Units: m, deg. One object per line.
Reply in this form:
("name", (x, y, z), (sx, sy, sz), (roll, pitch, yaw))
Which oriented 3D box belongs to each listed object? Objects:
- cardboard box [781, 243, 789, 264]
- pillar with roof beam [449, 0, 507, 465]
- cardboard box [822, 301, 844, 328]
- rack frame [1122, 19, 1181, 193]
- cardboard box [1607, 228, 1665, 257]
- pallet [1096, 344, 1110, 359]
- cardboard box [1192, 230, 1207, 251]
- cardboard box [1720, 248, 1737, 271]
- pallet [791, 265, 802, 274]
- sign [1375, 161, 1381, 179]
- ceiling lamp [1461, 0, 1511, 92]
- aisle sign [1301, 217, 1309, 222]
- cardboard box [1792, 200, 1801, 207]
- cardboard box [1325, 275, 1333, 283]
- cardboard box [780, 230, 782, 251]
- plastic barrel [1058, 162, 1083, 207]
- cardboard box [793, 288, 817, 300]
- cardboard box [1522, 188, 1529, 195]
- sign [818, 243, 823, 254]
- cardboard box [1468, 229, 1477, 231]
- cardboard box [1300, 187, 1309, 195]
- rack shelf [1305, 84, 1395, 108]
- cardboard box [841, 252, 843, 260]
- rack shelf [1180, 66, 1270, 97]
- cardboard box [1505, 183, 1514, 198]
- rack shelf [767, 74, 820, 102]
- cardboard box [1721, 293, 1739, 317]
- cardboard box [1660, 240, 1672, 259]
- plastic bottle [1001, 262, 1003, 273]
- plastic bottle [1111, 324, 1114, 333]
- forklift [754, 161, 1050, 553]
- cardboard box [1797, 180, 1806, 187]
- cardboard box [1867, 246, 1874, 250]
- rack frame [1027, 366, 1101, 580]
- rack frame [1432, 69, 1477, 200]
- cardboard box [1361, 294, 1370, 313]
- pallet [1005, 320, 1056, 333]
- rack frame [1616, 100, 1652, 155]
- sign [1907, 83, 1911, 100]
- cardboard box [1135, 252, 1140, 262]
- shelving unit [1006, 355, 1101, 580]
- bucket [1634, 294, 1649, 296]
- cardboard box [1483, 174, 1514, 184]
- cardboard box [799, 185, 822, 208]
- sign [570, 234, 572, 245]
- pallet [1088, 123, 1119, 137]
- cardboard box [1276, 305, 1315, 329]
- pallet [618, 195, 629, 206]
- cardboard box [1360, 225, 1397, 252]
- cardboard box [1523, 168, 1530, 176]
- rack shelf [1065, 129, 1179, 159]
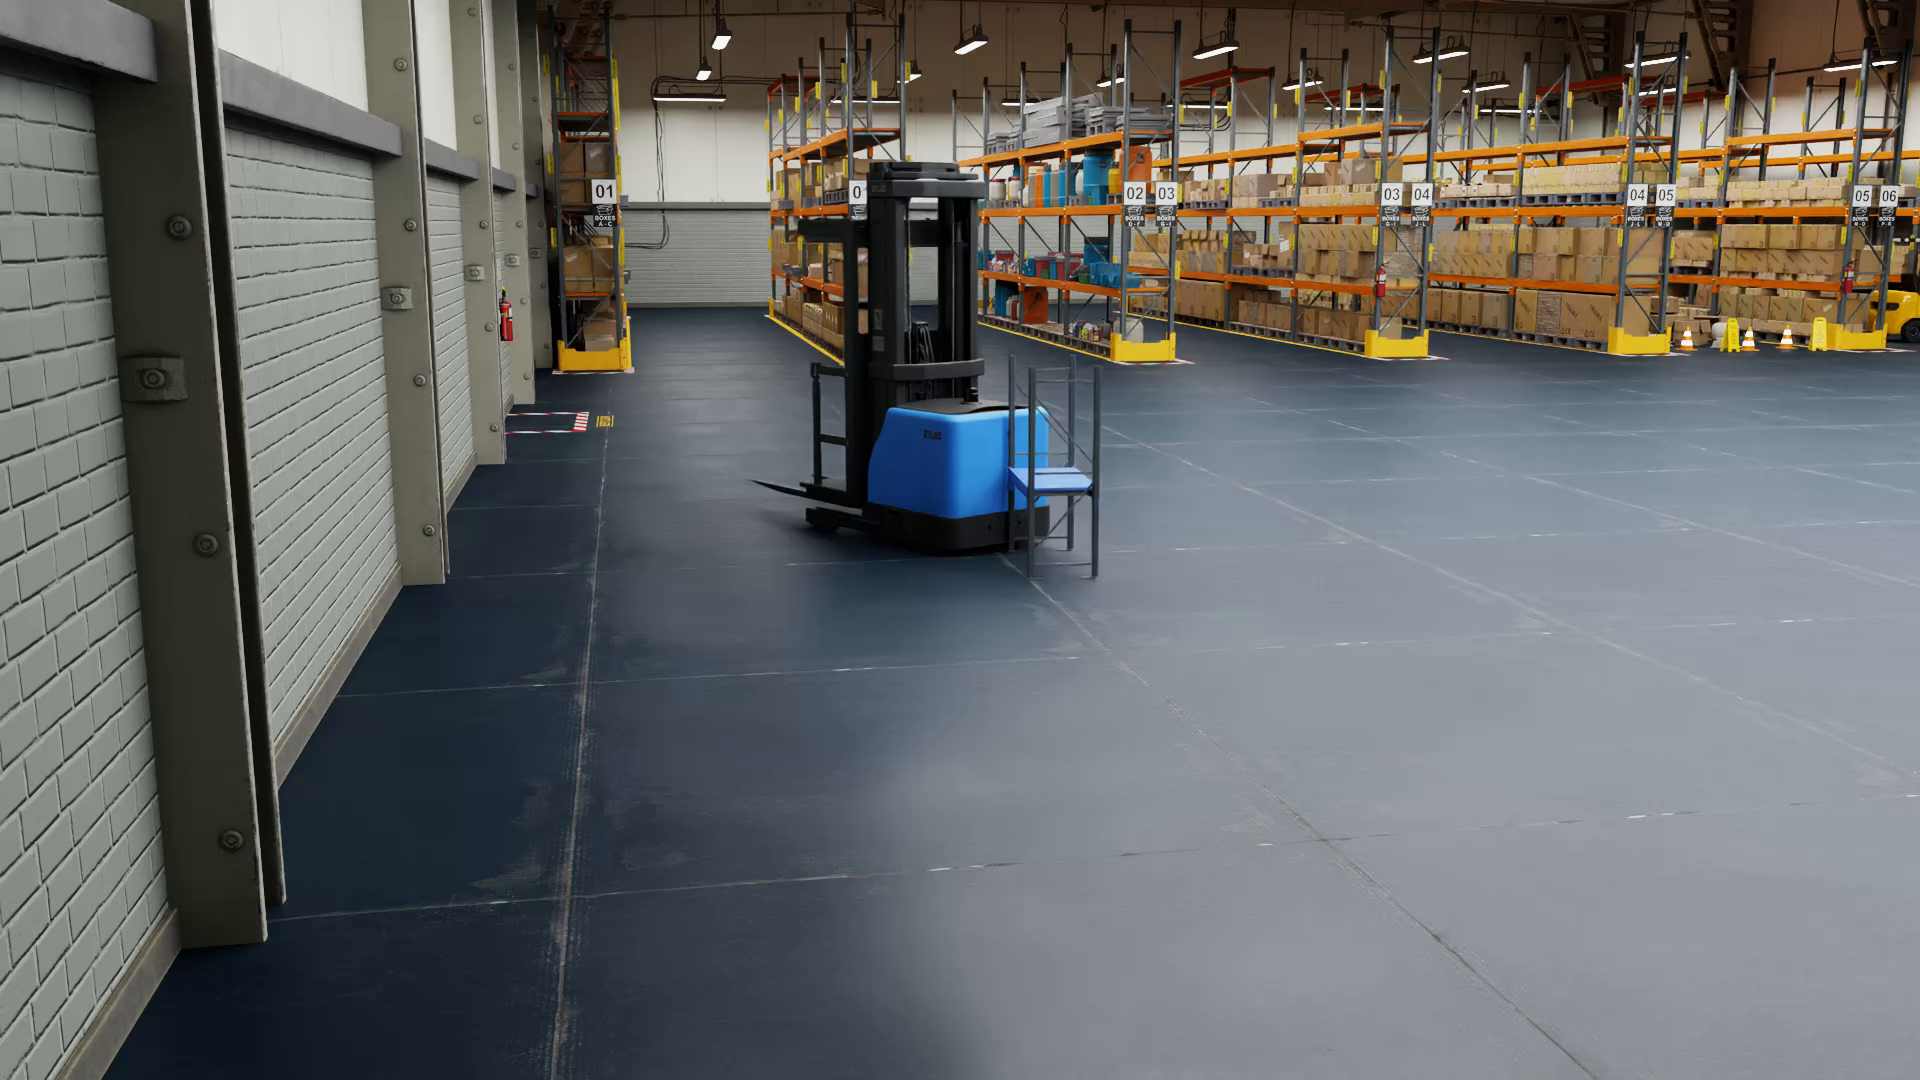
("cardboard box", (-3.908, -6.946, 40.277), (0.700, 0.500, 0.500), (-6, 12, -30))
("pillar with roof beam", (-0.733, -5.403, 17.519), (9.100, 9.000, 0.400), (-2, 11, -11))
("cardboard box", (-2.441, -4.446, 32.757), (0.500, 0.500, 0.500), (-2, 11, -11))
("rack frame", (3.413, -7.711, 29.643), (1.000, 3.000, 0.127), (-2, 11, -11))
("cardboard box", (13.122, -5.780, 32.250), (0.875, 0.550, 0.550), (-2, 11, -11))
("pallet", (3.199, -3.556, 31.313), (1.003, 0.211, 1.213), (-2, 11, -11))
("cardboard box", (6.192, -7.444, 41.333), (0.797, 0.503, 0.637), (-2, 11, -10))
("cardboard box", (17.026, -6.143, 36.384), (0.500, 0.500, 0.500), (-2, 11, -11))
("pallet", (-3.385, -6.314, 38.861), (1.003, 0.211, 1.213), (-2, 11, -11))
("sign", (7.723, -6.836, 30.700), (0.100, 0.325, 0.005), (-2, 11, -11))
("ceiling lamp", (13.678, -13.087, 42.279), (0.800, 3.185, 2.000), (-2, 11, -11))
("aisle sign", (9.736, -9.320, 47.188), (0.394, 0.787, 0.004), (-2, 11, -11))
("cardboard box", (17.427, -6.946, 34.316), (0.380, 0.149, 0.250), (-2, 11, -13))
("cardboard box", (7.545, -5.229, 33.321), (0.380, 0.149, 0.250), (-2, 11, -11))
("cardboard box", (-4.235, -7.503, 41.652), (0.500, 0.500, 0.500), (-2, 11, -12))
("plastic barrel", (2.323, -7.303, 34.180), (0.600, 0.901, 0.708), (-2, 11, -11))
("cardboard box", (-3.633, -5.769, 38.987), (0.500, 0.250, 0.500), (-2, 11, -12))
("cardboard box", (12.116, -7.366, 35.134), (0.380, 0.149, 0.250), (-2, 11, -12))
("sign", (-2.755, -5.827, 32.902), (0.100, 0.325, 0.005), (-2, 11, -11))
("cardboard box", (14.802, -8.586, 47.345), (0.500, 0.500, 0.500), (-2, 11, -13))
("cardboard box", (7.254, -7.203, 34.329), (0.380, 0.149, 0.250), (-2, 11, -13))
("rack shelf", (10.433, -11.900, 44.687), (1.077, 0.370, 4.000), (-2, 11, -11))
("cardboard box", (-2.011, -5.300, 31.017), (0.380, 0.149, 0.250), (-2, 11, -12))
("rack shelf", (6.326, -11.005, 39.982), (1.077, 0.370, 4.000), (-2, 11, -11))
("cardboard box", (15.364, -9.531, 45.562), (0.797, 0.503, 0.637), (-1, 11, -7))
("rack shelf", (-4.169, -11.379, 41.947), (1.077, 0.370, 4.000), (-2, 11, -11))
("cardboard box", (17.064, -5.144, 36.426), (0.500, 0.500, 0.500), (-2, 11, -8))
("cardboard box", (16.604, -6.798, 38.704), (0.500, 0.500, 0.500), (-3, 11, -13))
("plastic bottle", (1.035, -6.550, 39.934), (0.097, 0.271, 0.097), (0, 11, 0))
("plastic bottle", (3.048, -4.169, 33.165), (0.061, 0.283, 0.133), (-2, 11, -11))
("forklift", (-0.618, -1.566, 13.585), (1.130, 2.935, 3.031), (-9, 14, -38))
("cardboard box", (17.492, -7.335, 34.228), (0.380, 0.149, 0.250), (-2, 11, -13))
("cardboard box", (21.564, -6.829, 39.050), (0.380, 0.149, 0.250), (-2, 11, -12))
("rack frame", (0.726, -0.461, 11.605), (0.500, 1.500, 0.032), (-1, 11, -6))
("rack frame", (11.600, -9.520, 39.148), (1.000, 3.000, 0.127), (-2, 11, -11))
("cardboard box", (10.706, -6.140, 42.996), (0.500, 0.500, 0.500), (-2, 11, -9))
("pallet", (1.663, -5.004, 38.925), (1.003, 0.211, 1.213), (-2, 11, -11))
("rack frame", (19.748, -11.367, 48.852), (1.000, 3.000, 0.127), (-2, 11, -11))
("sign", (18.524, -8.769, 32.492), (0.100, 0.325, 0.005), (-2, 11, -11))
("cardboard box", (5.096, -7.758, 45.540), (0.500, 0.250, 0.500), (-2, 11, -12))
("shelving unit", (0.672, -0.555, 12.101), (0.538, 1.500, 1.048), (-1, 11, -6))
("bucket", (14.666, -5.037, 36.328), (0.726, 0.611, 0.620), (2, 1, 9))
("cardboard box", (12.213, -8.043, 37.749), (0.500, 0.500, 0.500), (-2, 11, -11))
("cardboard box", (-3.120, -7.653, 37.094), (0.910, 0.500, 0.500), (-2, 11, -11))
("sign", (-8.405, -6.419, 35.802), (0.100, 0.325, 0.005), (-2, 11, -11))
("pallet", (3.063, -7.781, 31.585), (1.003, 0.211, 1.213), (-2, 11, -11))
("cardboard box", (7.321, -4.867, 36.256), (0.700, 0.500, 0.500), (-2, 11, -11))
("pallet", (-7.098, -6.636, 32.518), (1.213, 0.211, 1.003), (-2, 11, -11))
("cardboard box", (7.922, -5.722, 31.502), (0.500, 0.500, 0.500), (-2, 11, -11))
("cardboard box", (12.116, -7.758, 35.059), (0.380, 0.149, 0.250), (-2, 11, -10))
("rack shelf", (3.024, -7.528, 31.675), (1.077, 0.370, 4.000), (-2, 11, -11))
